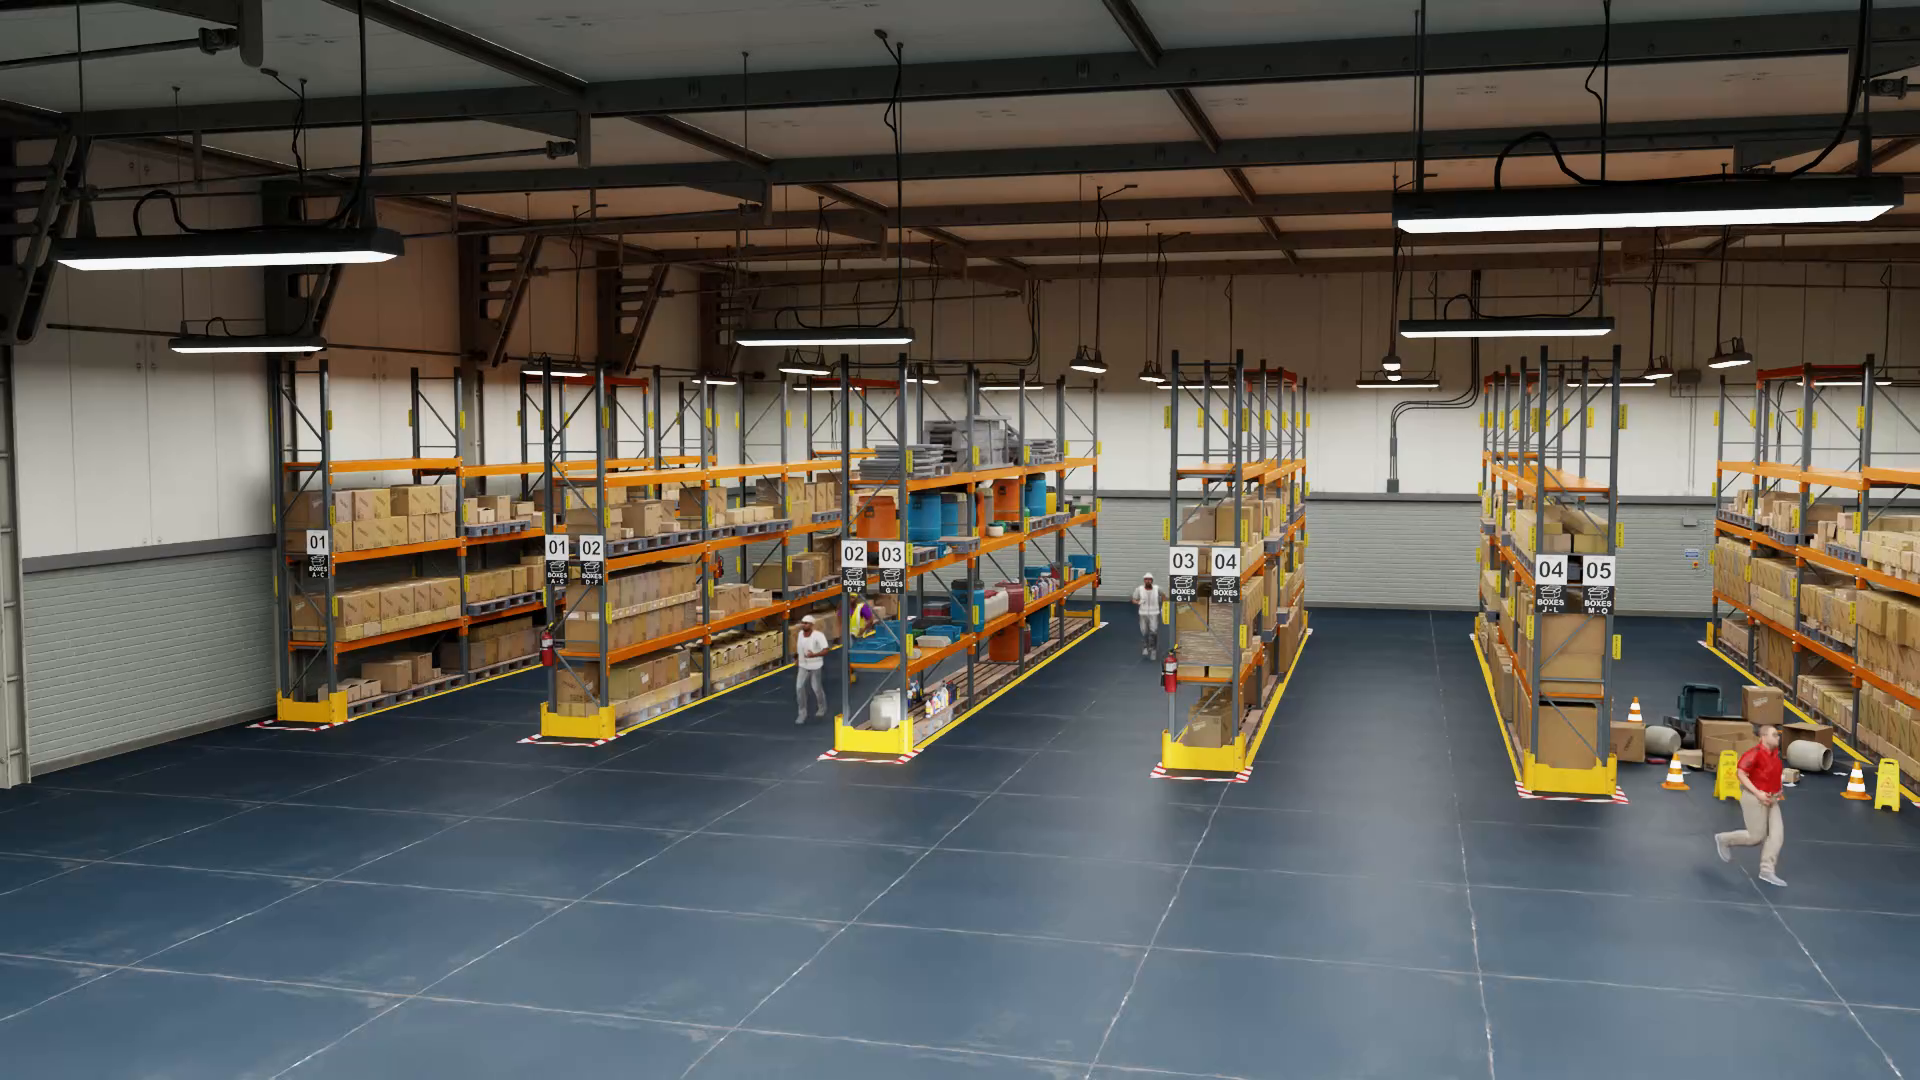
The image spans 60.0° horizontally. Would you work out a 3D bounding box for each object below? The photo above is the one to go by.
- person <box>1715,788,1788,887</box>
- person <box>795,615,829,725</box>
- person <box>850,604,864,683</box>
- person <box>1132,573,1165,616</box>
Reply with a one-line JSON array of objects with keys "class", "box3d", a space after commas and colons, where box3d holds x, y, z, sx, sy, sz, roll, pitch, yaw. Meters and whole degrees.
[{"class": "person", "box3d": [8.718, 3.192, 18.222, 0.418, 1.052, 0.823, -3, 5, -34]}, {"class": "person", "box3d": [-2.441, 2.136, 27.604, 0.681, 1.813, 0.781, 2, 5, 26]}, {"class": "person", "box3d": [-2.044, 1.963, 32.087, 0.433, 1.495, 0.896, 1, 4, 12]}, {"class": "person", "box3d": [3.935, 1.139, 34.759, 0.686, 0.902, 0.687, 1, 4, 9]}]
